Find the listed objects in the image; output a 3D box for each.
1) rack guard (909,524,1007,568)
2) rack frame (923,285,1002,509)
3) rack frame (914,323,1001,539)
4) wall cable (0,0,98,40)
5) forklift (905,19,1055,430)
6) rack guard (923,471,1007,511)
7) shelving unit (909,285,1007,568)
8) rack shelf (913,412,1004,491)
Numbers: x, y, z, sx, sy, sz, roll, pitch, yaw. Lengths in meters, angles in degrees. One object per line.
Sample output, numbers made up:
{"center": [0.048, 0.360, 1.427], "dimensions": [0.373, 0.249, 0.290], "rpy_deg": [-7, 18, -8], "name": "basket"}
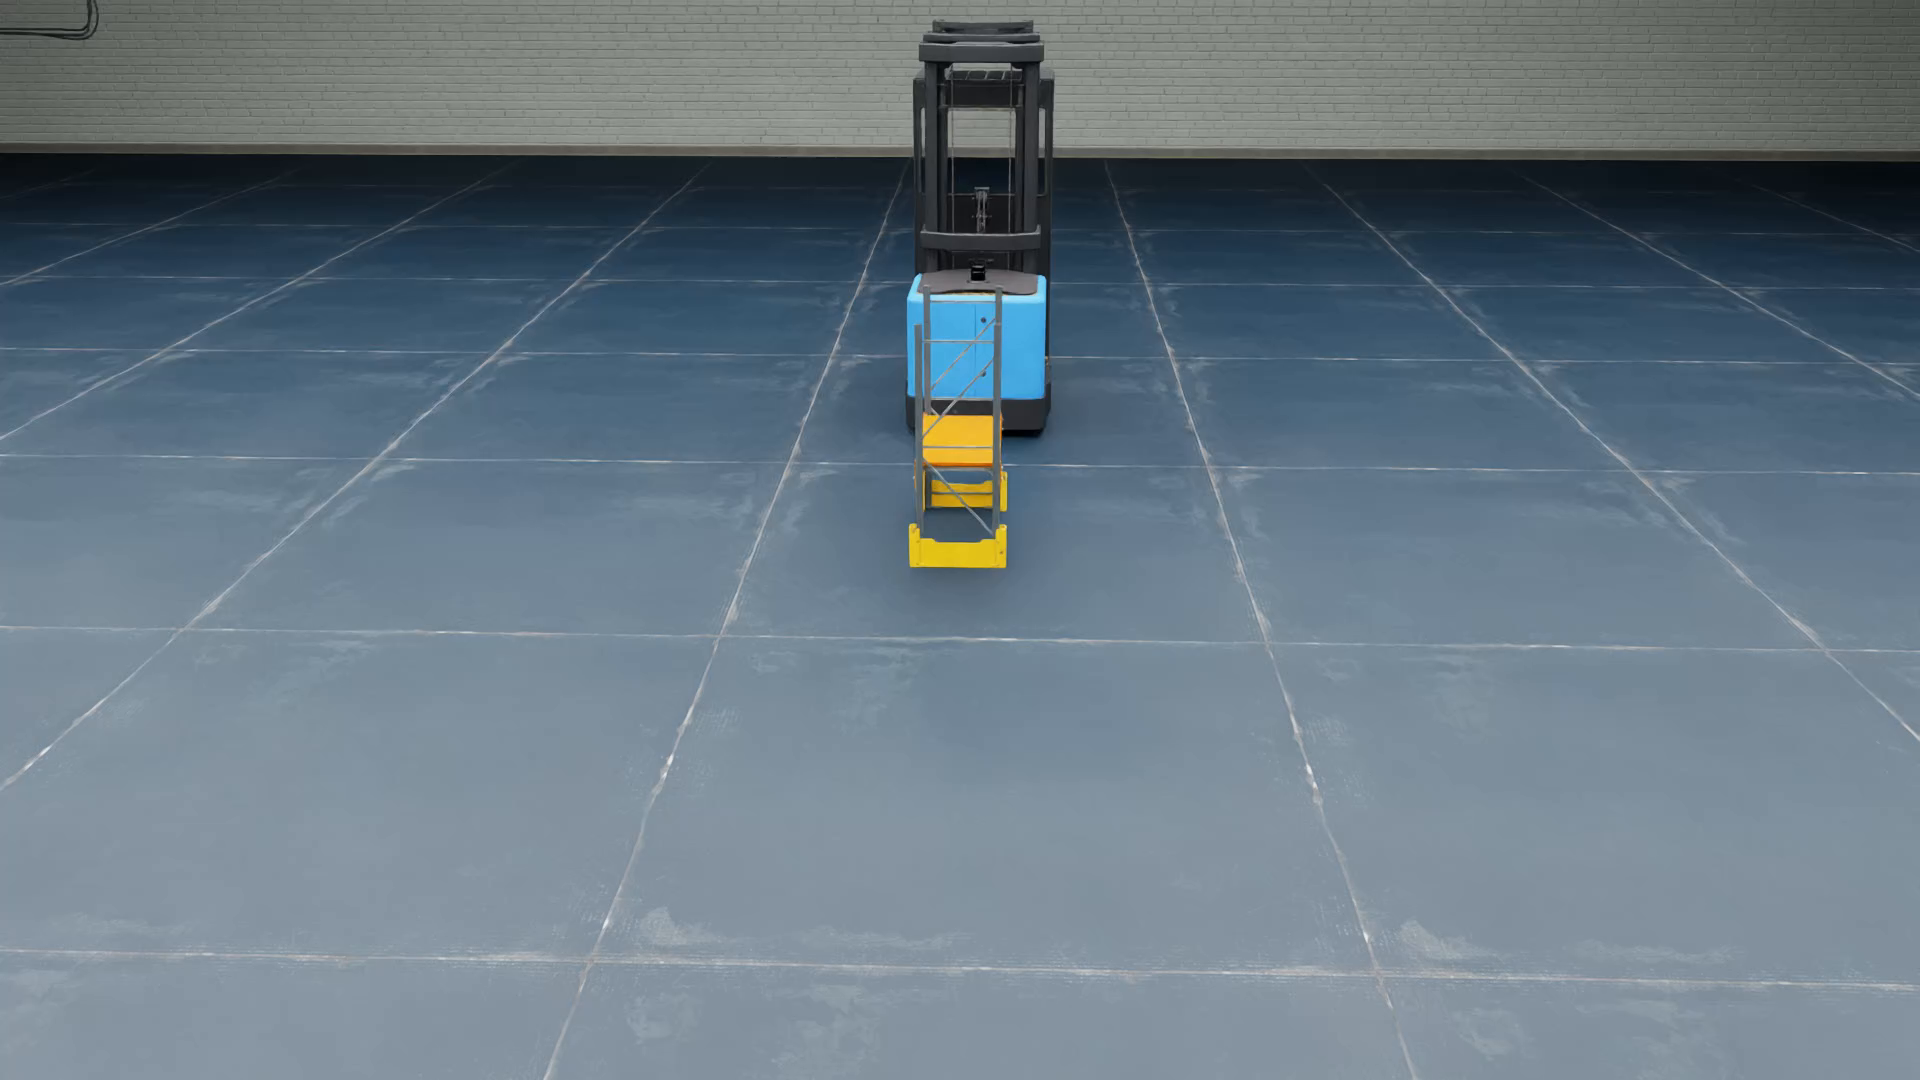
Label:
{"center": [-0.013, 0.036, 10.091], "dimensions": [0.587, 0.250, 0.087], "rpy_deg": [1, 21, 2], "name": "rack guard"}
{"center": [0.018, -0.914, 10.811], "dimensions": [0.500, 1.500, 0.032], "rpy_deg": [1, 21, 2], "name": "rack frame"}
{"center": [-0.013, -0.546, 9.863], "dimensions": [0.500, 1.500, 0.032], "rpy_deg": [1, 21, 2], "name": "rack frame"}
{"center": [-14.763, -8.861, 25.219], "dimensions": [3.097, 2.526, 0.112], "rpy_deg": [1, 21, 2], "name": "wall cable"}
{"center": [0.195, -2.678, 13.379], "dimensions": [1.130, 2.935, 3.031], "rpy_deg": [1, 21, 3], "name": "forklift"}
{"center": [0.017, -0.324, 11.019], "dimensions": [0.587, 0.250, 0.087], "rpy_deg": [1, 21, 2], "name": "rack guard"}
{"center": [0.002, -0.727, 10.329], "dimensions": [0.587, 1.500, 1.083], "rpy_deg": [1, 21, 2], "name": "shelving unit"}
{"center": [0.003, -0.562, 10.402], "dimensions": [0.538, 0.185, 1.000], "rpy_deg": [1, 21, 2], "name": "rack shelf"}
